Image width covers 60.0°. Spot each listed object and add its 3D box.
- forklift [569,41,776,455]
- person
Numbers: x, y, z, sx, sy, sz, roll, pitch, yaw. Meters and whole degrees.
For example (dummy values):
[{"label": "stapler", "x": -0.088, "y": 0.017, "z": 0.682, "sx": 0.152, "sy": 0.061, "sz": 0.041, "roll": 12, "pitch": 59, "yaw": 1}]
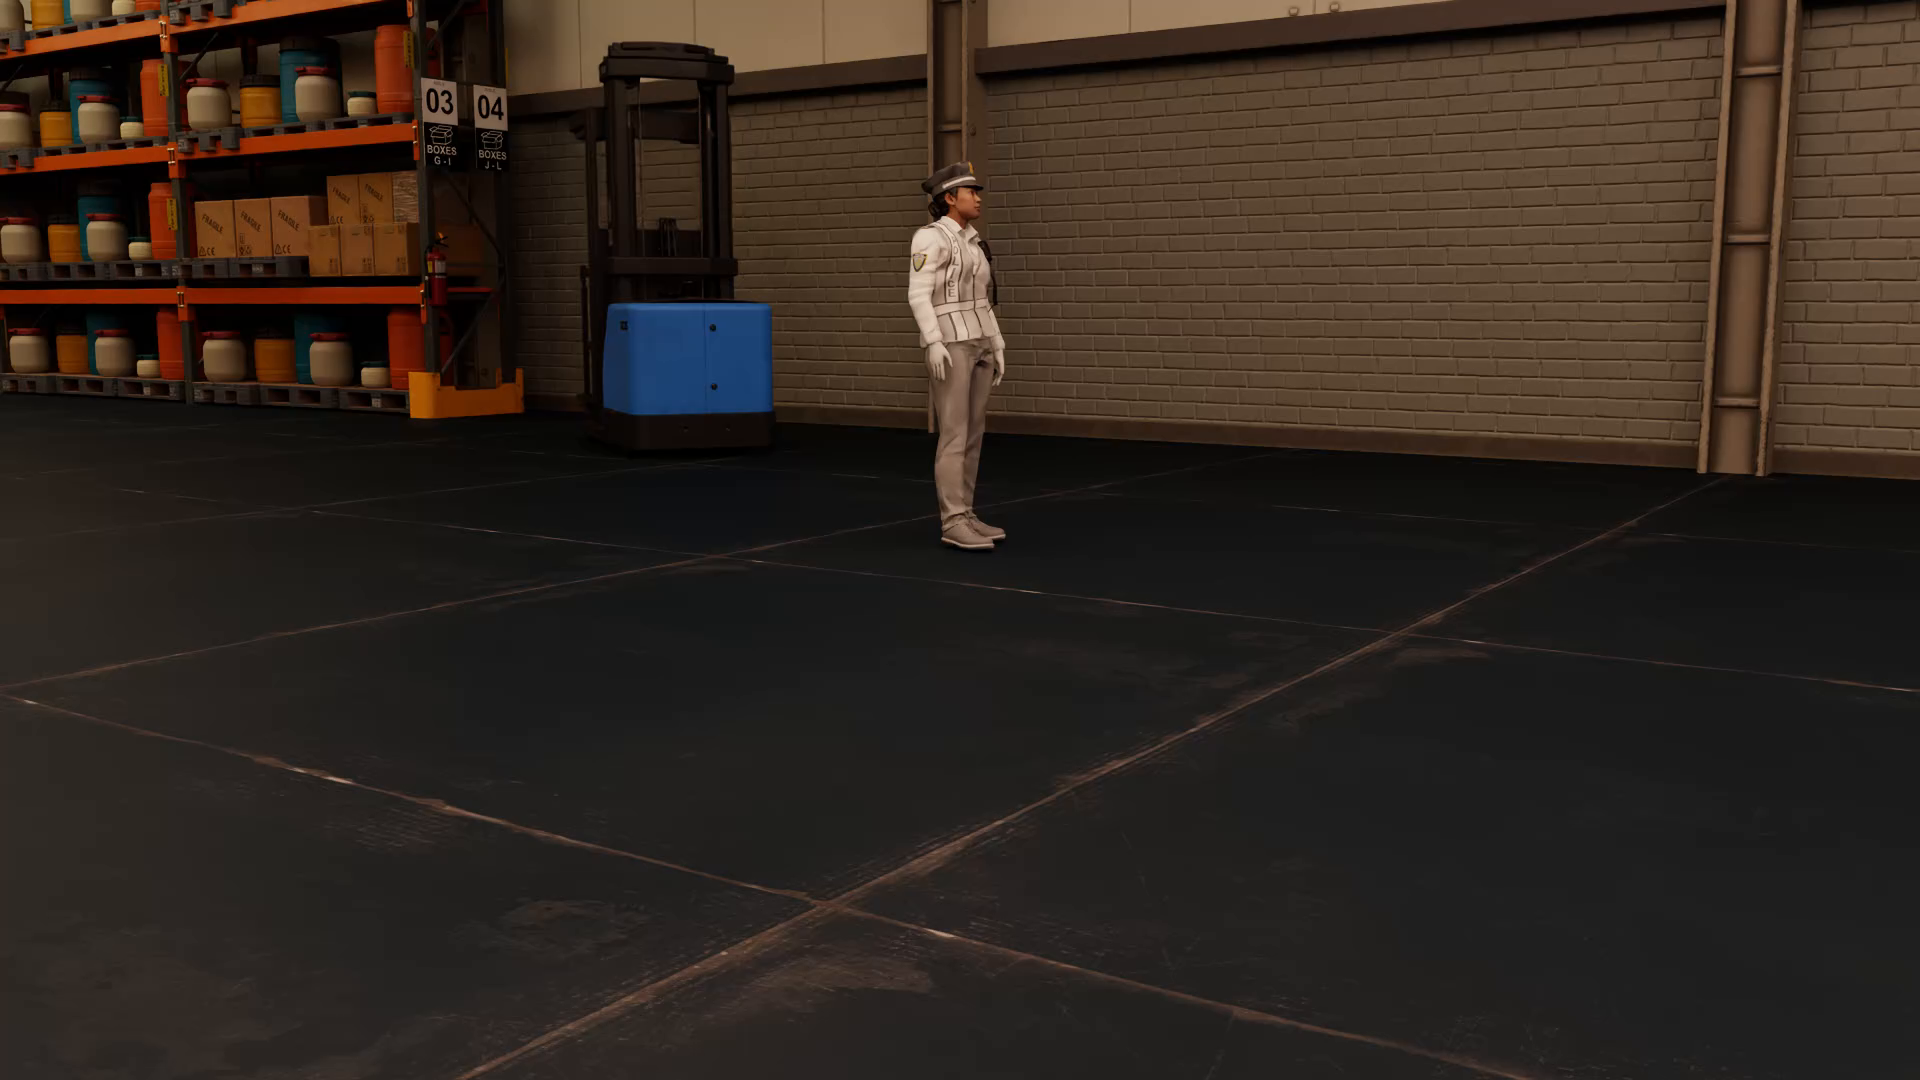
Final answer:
[{"label": "forklift", "x": -2.352, "y": -2.217, "z": 12.784, "sx": 1.130, "sy": 2.935, "sz": 3.031, "roll": -3, "pitch": 9, "yaw": -23}, {"label": "person", "x": 0.053, "y": -0.840, "z": 7.439, "sx": 0.530, "sy": 1.694, "sz": 0.586, "roll": 5, "pitch": 10, "yaw": 34}]
